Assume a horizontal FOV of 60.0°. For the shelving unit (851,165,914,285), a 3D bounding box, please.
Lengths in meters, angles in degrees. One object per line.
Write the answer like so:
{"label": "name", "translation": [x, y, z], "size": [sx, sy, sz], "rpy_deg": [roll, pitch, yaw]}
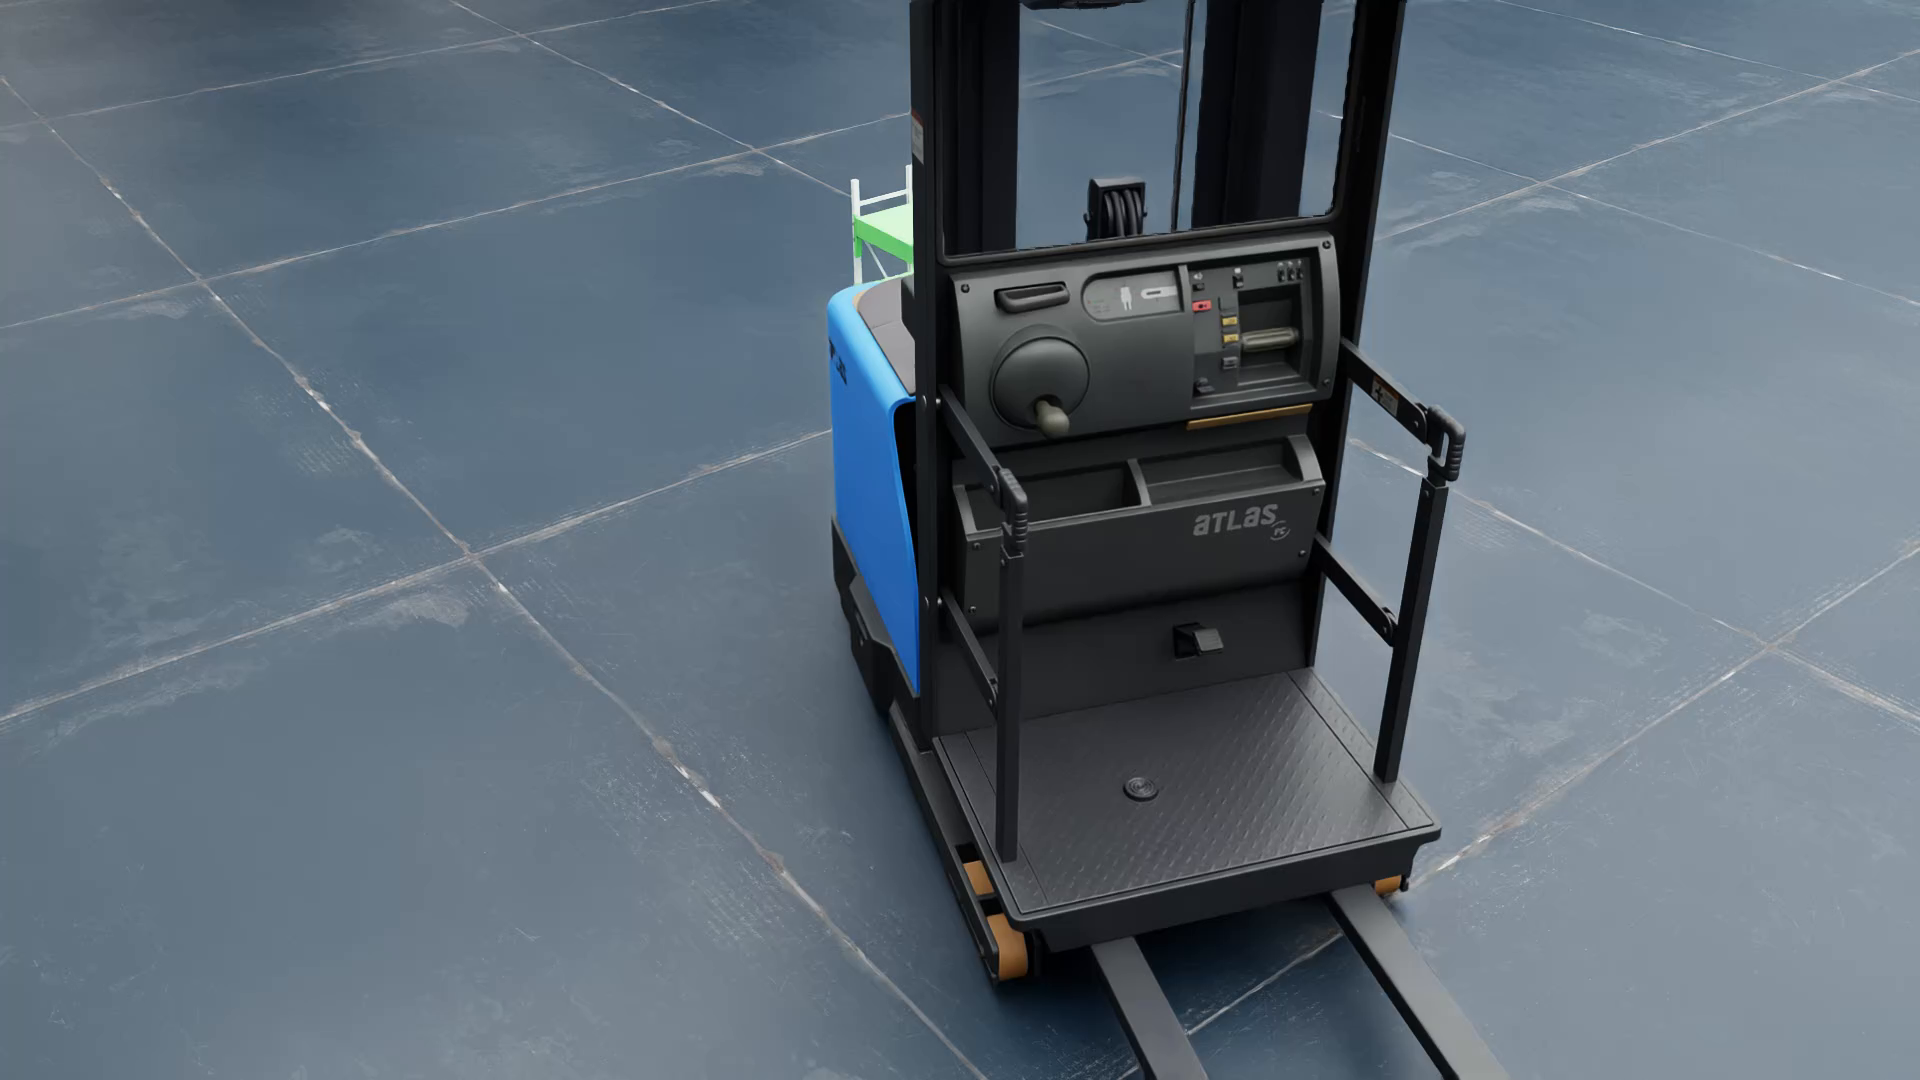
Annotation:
{"label": "shelving unit", "translation": [-0.102, -0.579, 5.545], "size": [0.258, 1.200, 0.503], "rpy_deg": [-22, 38, -31]}

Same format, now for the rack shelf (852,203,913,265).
{"label": "rack shelf", "translation": [-0.101, -0.932, 5.325], "size": [0.258, 0.148, 0.480], "rpy_deg": [-22, 38, -31]}

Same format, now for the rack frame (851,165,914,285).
{"label": "rack frame", "translation": [-0.251, -0.680, 5.708], "size": [0.240, 1.200, 0.015], "rpy_deg": [-22, 38, -31]}

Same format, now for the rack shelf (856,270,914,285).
{"label": "rack shelf", "translation": [-0.101, -0.728, 5.452], "size": [0.258, 0.148, 0.480], "rpy_deg": [-22, 38, -31]}

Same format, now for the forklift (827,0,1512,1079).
{"label": "forklift", "translation": [0.503, -0.413, 3.637], "size": [1.130, 2.935, 3.031], "rpy_deg": [-9, 33, -14]}
